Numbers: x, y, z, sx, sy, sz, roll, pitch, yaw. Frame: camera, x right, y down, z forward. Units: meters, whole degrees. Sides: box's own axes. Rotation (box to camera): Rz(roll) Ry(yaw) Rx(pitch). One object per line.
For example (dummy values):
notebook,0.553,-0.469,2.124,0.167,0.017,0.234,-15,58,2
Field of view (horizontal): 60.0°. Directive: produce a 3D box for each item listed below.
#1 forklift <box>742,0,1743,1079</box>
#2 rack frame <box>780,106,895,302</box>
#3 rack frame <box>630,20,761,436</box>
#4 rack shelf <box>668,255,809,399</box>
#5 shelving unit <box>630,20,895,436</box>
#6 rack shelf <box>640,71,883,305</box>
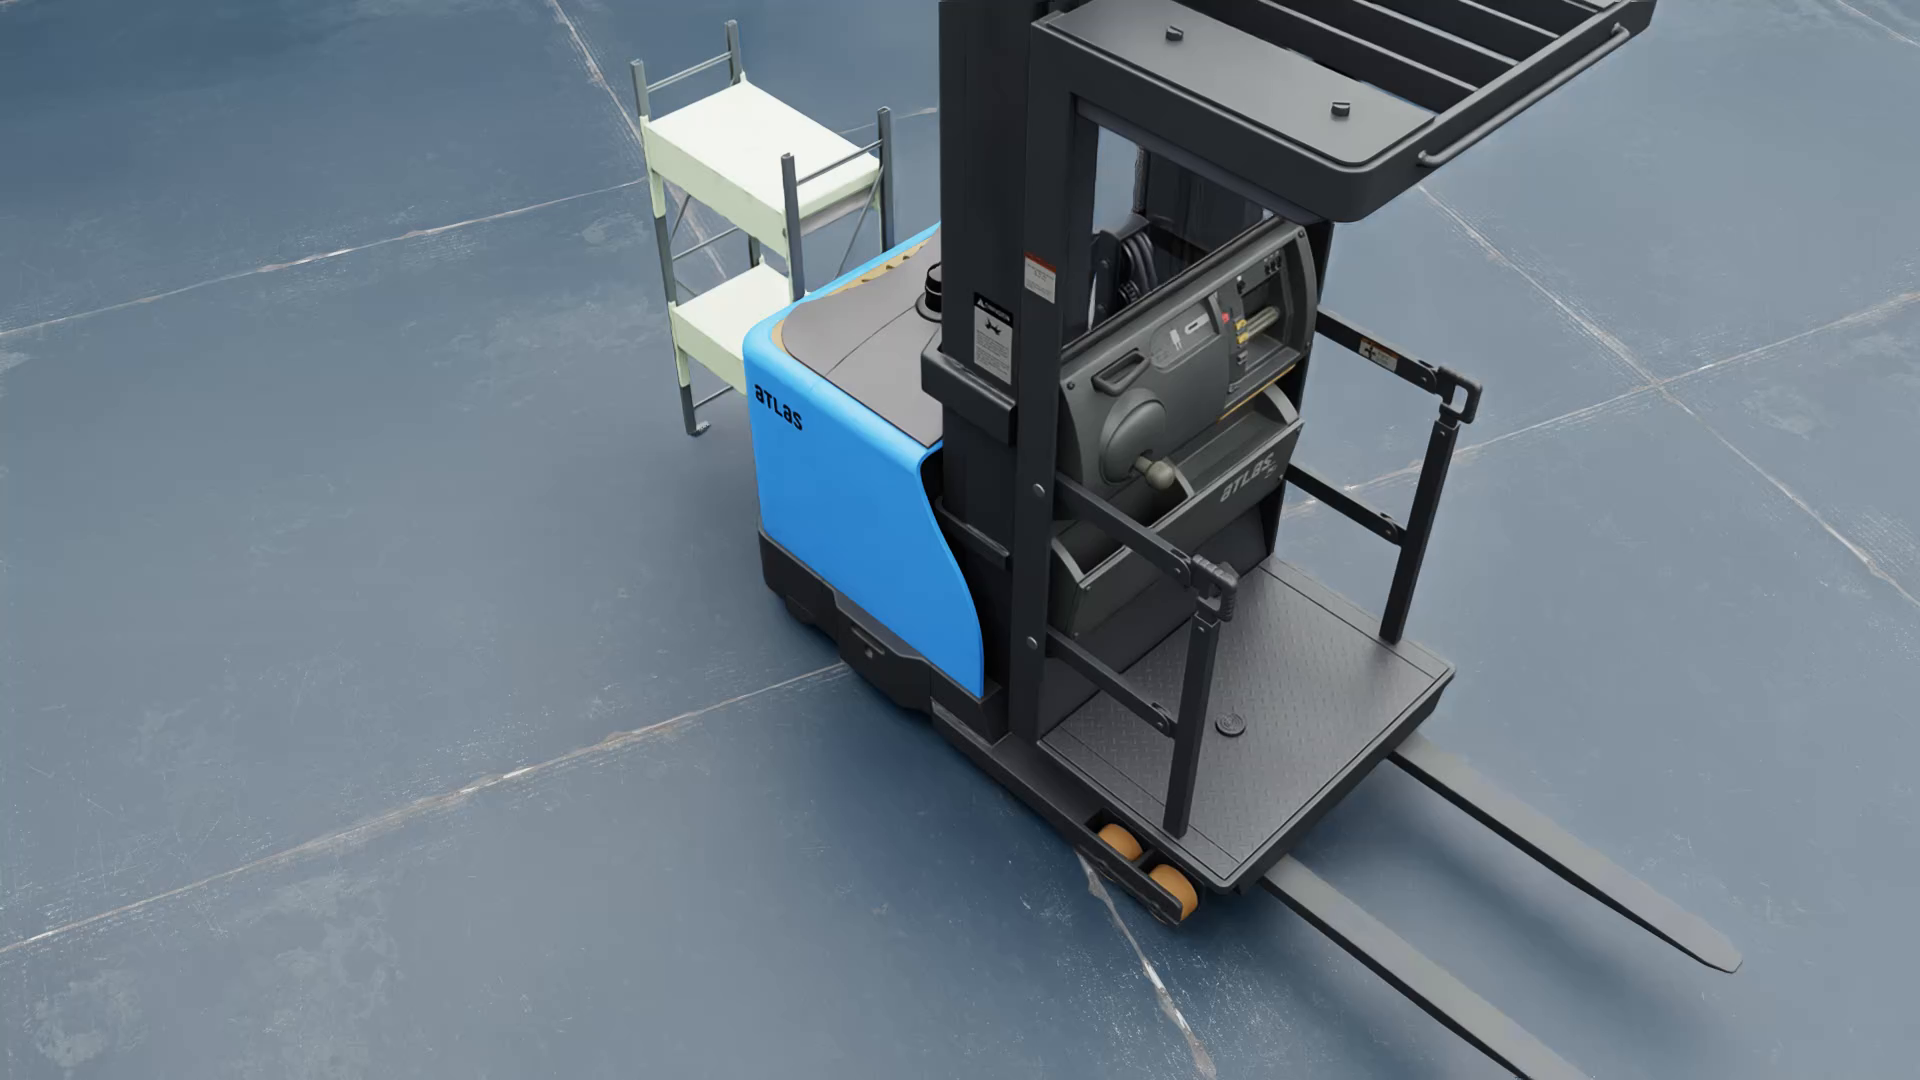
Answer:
forklift,0.739,-0.385,4.054,1.130,2.935,3.031,-35,54,-30
rack frame,-0.357,-0.646,5.337,0.400,1.500,0.023,-34,54,-29
rack frame,-0.860,-1.020,5.716,0.400,1.500,0.023,-34,54,-29
rack shelf,-0.609,-0.601,5.756,0.431,0.370,0.720,-34,54,-29
shelving unit,-0.609,-0.833,5.527,0.431,1.500,0.755,-34,54,-29
rack shelf,-0.609,-1.111,5.252,0.431,0.370,0.720,-34,54,-29
